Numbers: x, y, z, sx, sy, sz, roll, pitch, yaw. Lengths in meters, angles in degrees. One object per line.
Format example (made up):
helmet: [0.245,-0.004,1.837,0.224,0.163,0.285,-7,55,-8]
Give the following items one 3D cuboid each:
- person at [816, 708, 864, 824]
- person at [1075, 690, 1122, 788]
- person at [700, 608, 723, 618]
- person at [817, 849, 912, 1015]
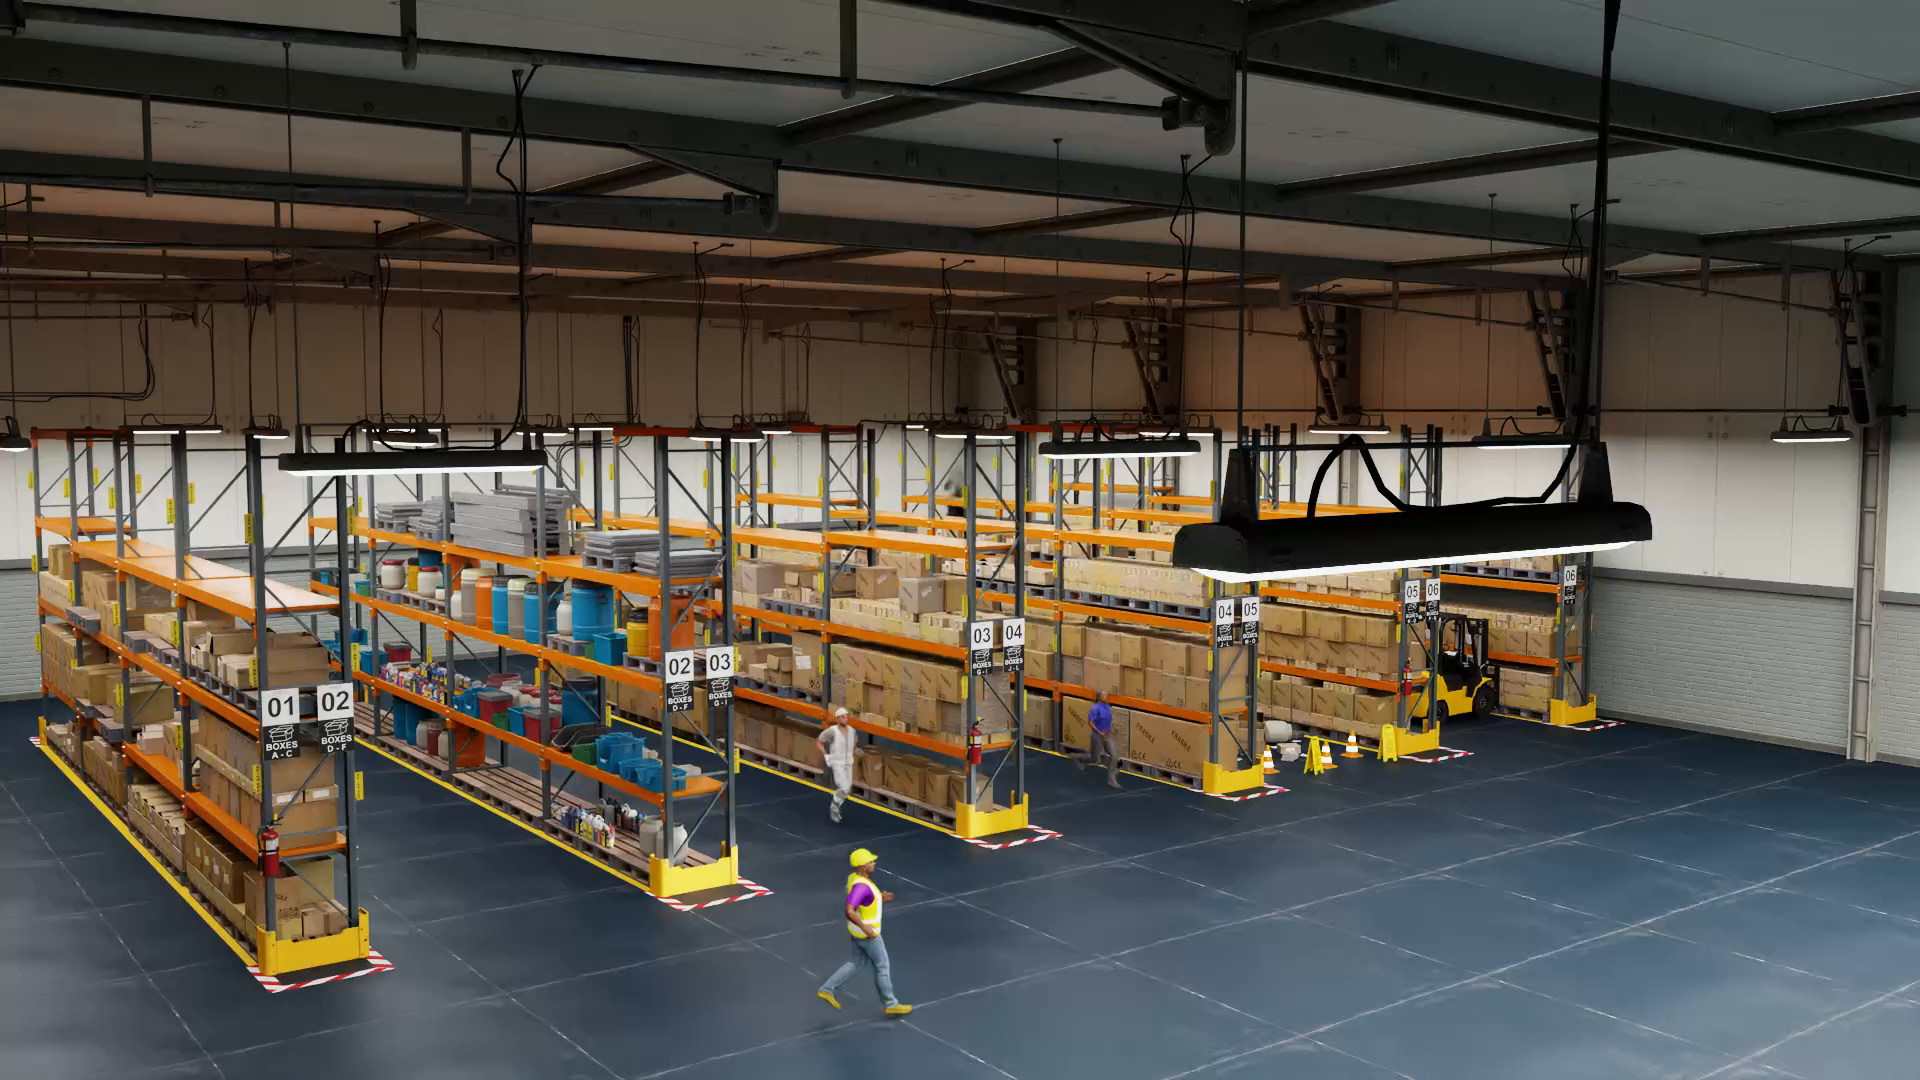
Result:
person: [-1.793,3.449,25.401,0.634,1.768,0.670,-4,6,-40]
person: [2.361,3.341,28.121,0.557,1.643,0.960,-4,6,-41]
person: [-6.140,2.311,40.640,0.725,1.745,0.680,2,5,25]
person: [-0.989,4.066,17.268,0.992,1.744,0.703,-1,5,-17]
